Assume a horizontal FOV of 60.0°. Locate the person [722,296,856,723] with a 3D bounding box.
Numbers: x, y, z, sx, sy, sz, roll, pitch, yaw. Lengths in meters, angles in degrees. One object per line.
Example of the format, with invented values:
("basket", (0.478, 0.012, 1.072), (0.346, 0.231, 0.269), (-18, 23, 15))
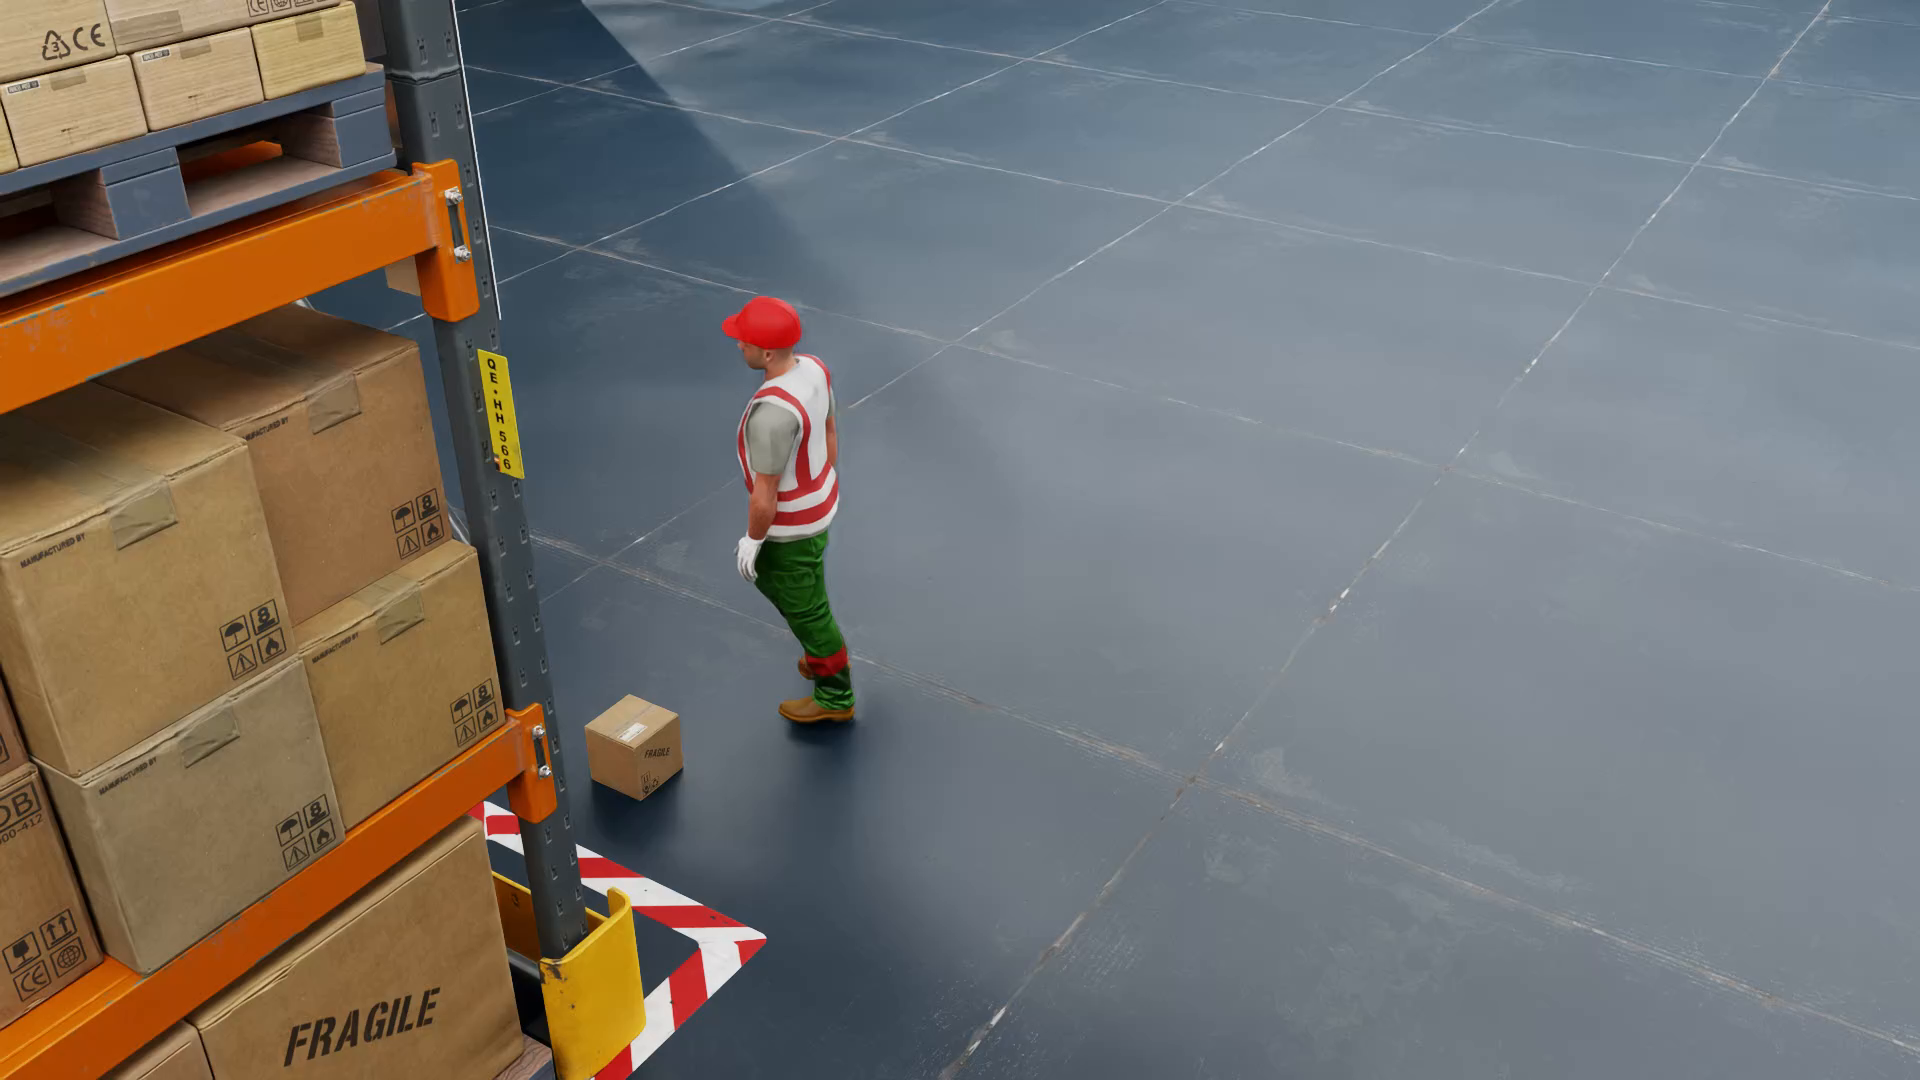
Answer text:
("person", (-0.631, -0.093, 6.221), (0.444, 1.775, 0.581), (4, 30, 7))
